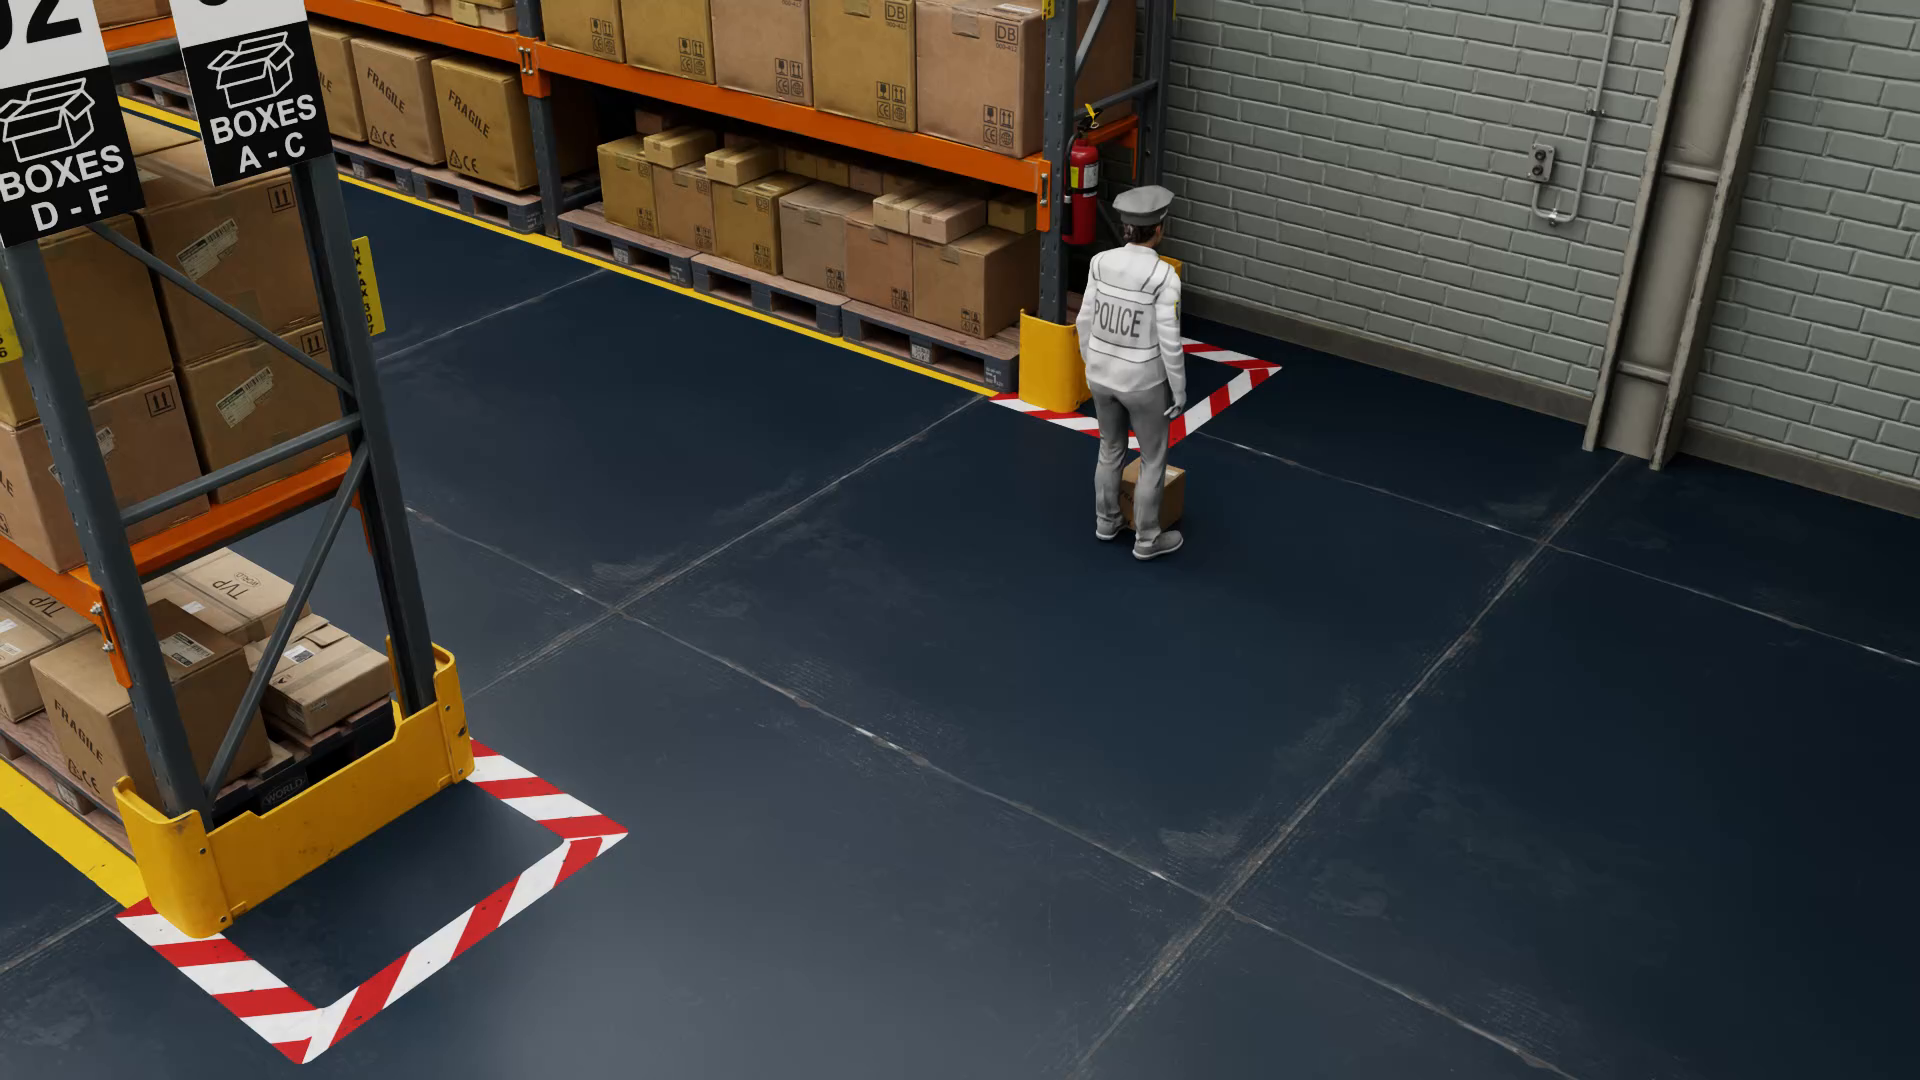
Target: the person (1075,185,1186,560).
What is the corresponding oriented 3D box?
[{"bbox_3d":[0.762,-0.713,7.313,0.529,1.663,0.406,22,37,31],"label":"person"}]
